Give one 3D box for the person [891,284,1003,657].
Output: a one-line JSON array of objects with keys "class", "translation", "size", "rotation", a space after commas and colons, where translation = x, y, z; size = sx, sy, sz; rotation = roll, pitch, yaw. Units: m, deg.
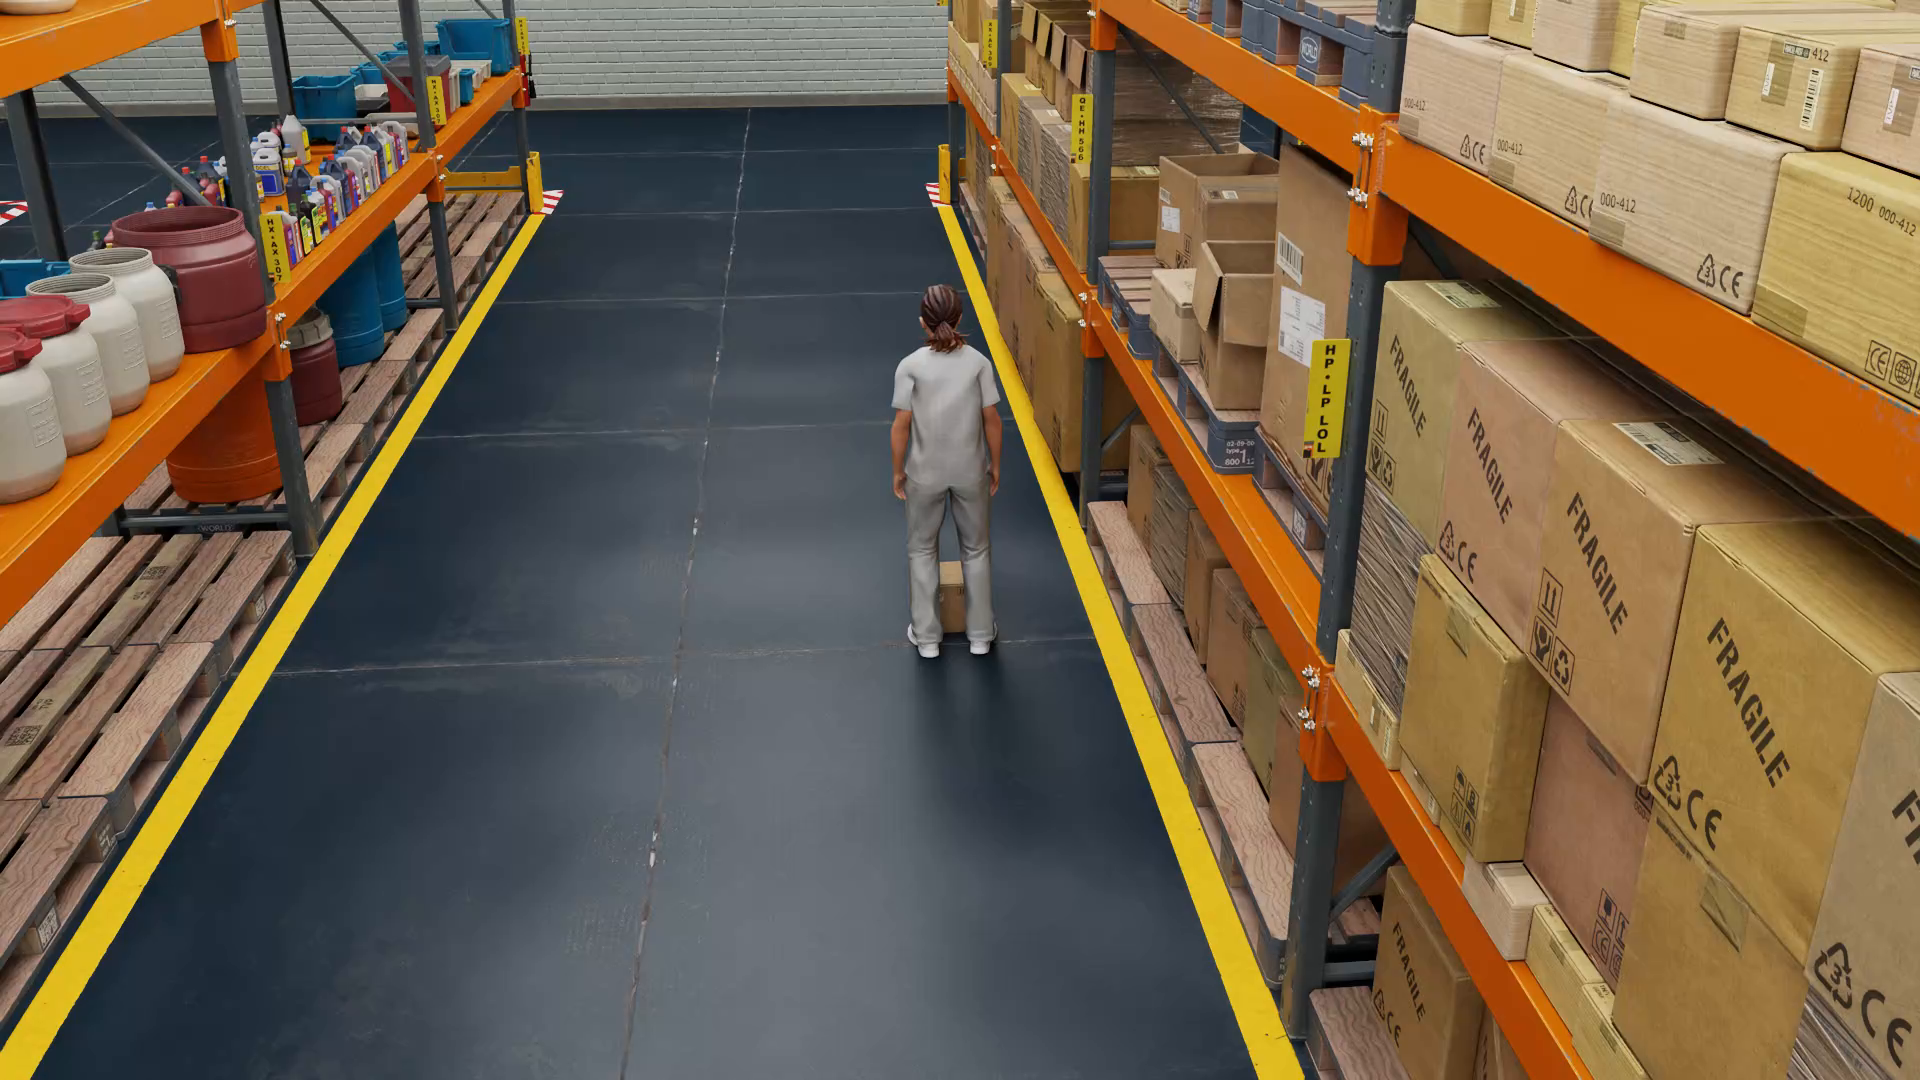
[{"class": "person", "translation": [-0.058, -0.283, 7.243], "size": [0.485, 1.672, 0.358], "rotation": [-3, 24, -6]}]
